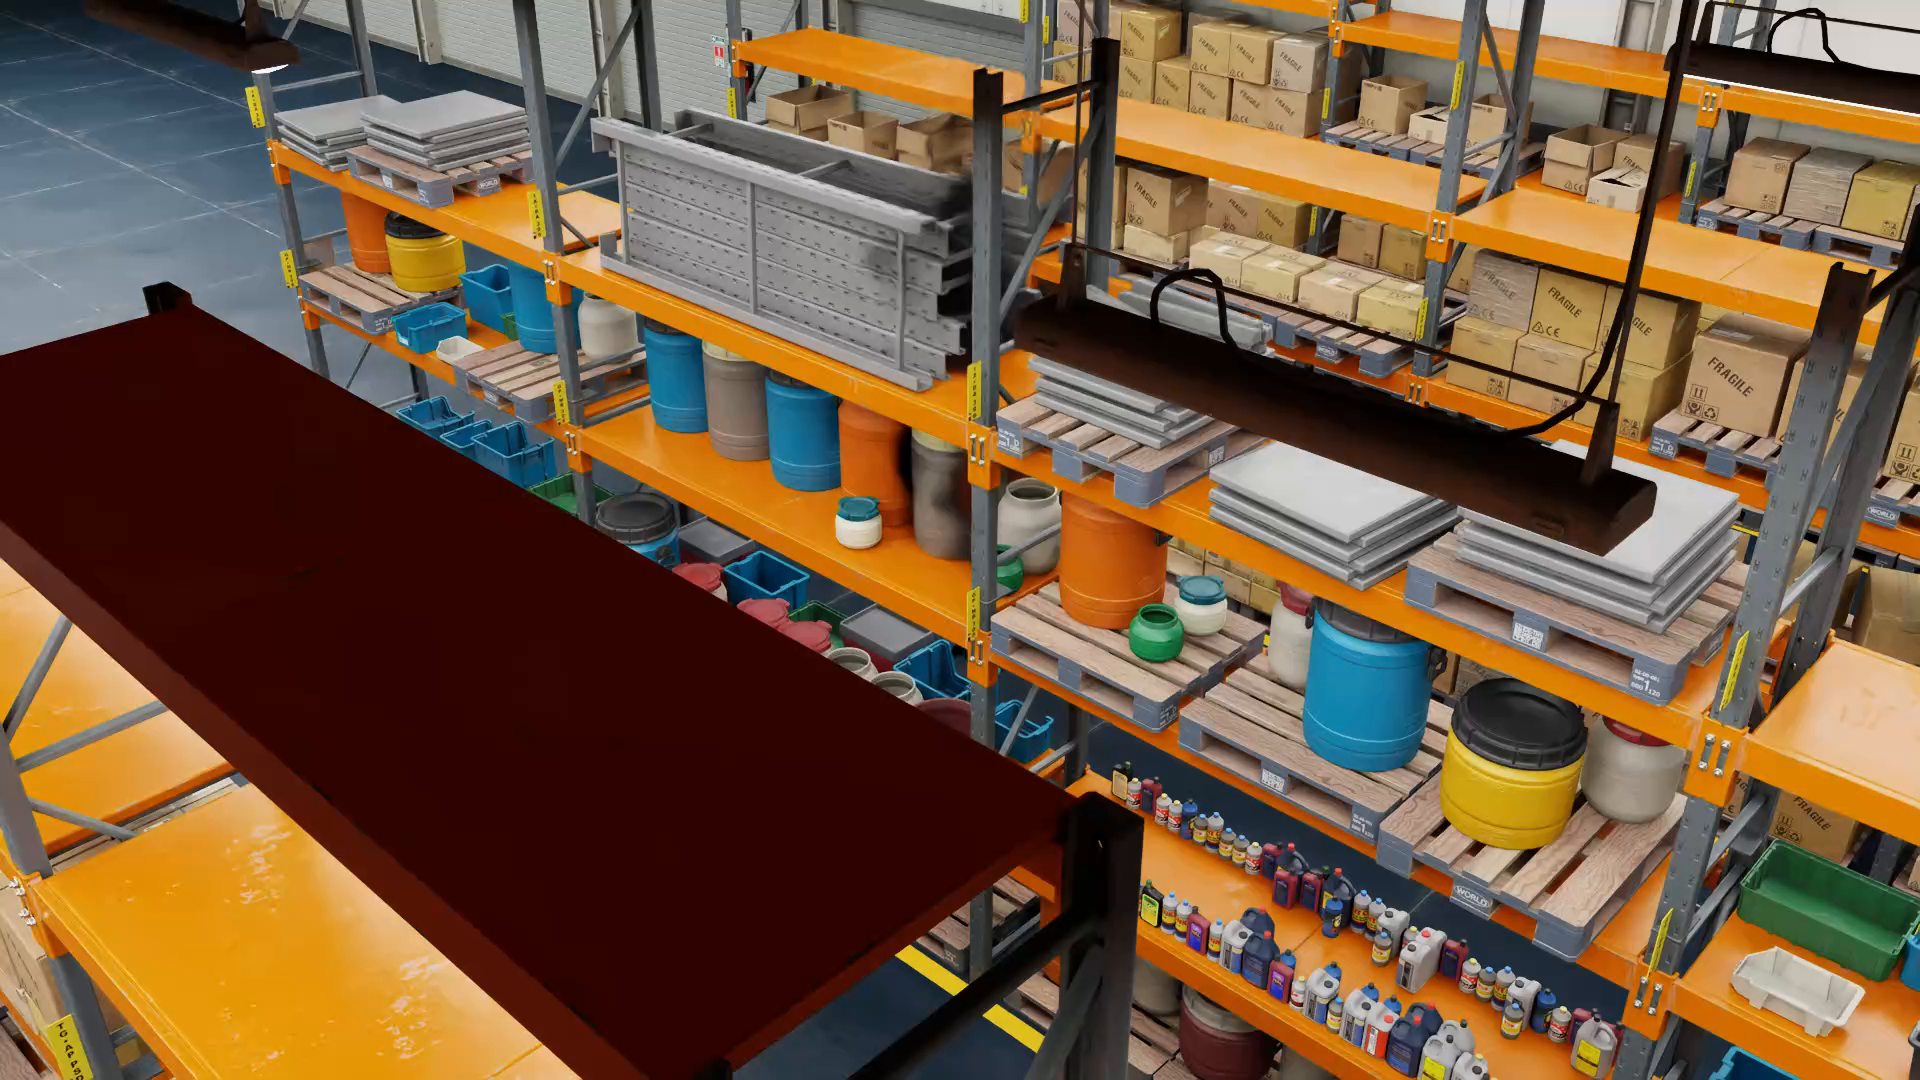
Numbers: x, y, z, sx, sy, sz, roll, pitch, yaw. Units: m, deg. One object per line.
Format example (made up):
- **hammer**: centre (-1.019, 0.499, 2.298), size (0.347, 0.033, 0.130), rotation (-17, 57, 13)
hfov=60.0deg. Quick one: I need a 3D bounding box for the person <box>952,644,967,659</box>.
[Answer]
- **person**: centre (0.047, 0.276, 13.456), size (0.683, 1.827, 0.638), rotation (14, 32, 23)
